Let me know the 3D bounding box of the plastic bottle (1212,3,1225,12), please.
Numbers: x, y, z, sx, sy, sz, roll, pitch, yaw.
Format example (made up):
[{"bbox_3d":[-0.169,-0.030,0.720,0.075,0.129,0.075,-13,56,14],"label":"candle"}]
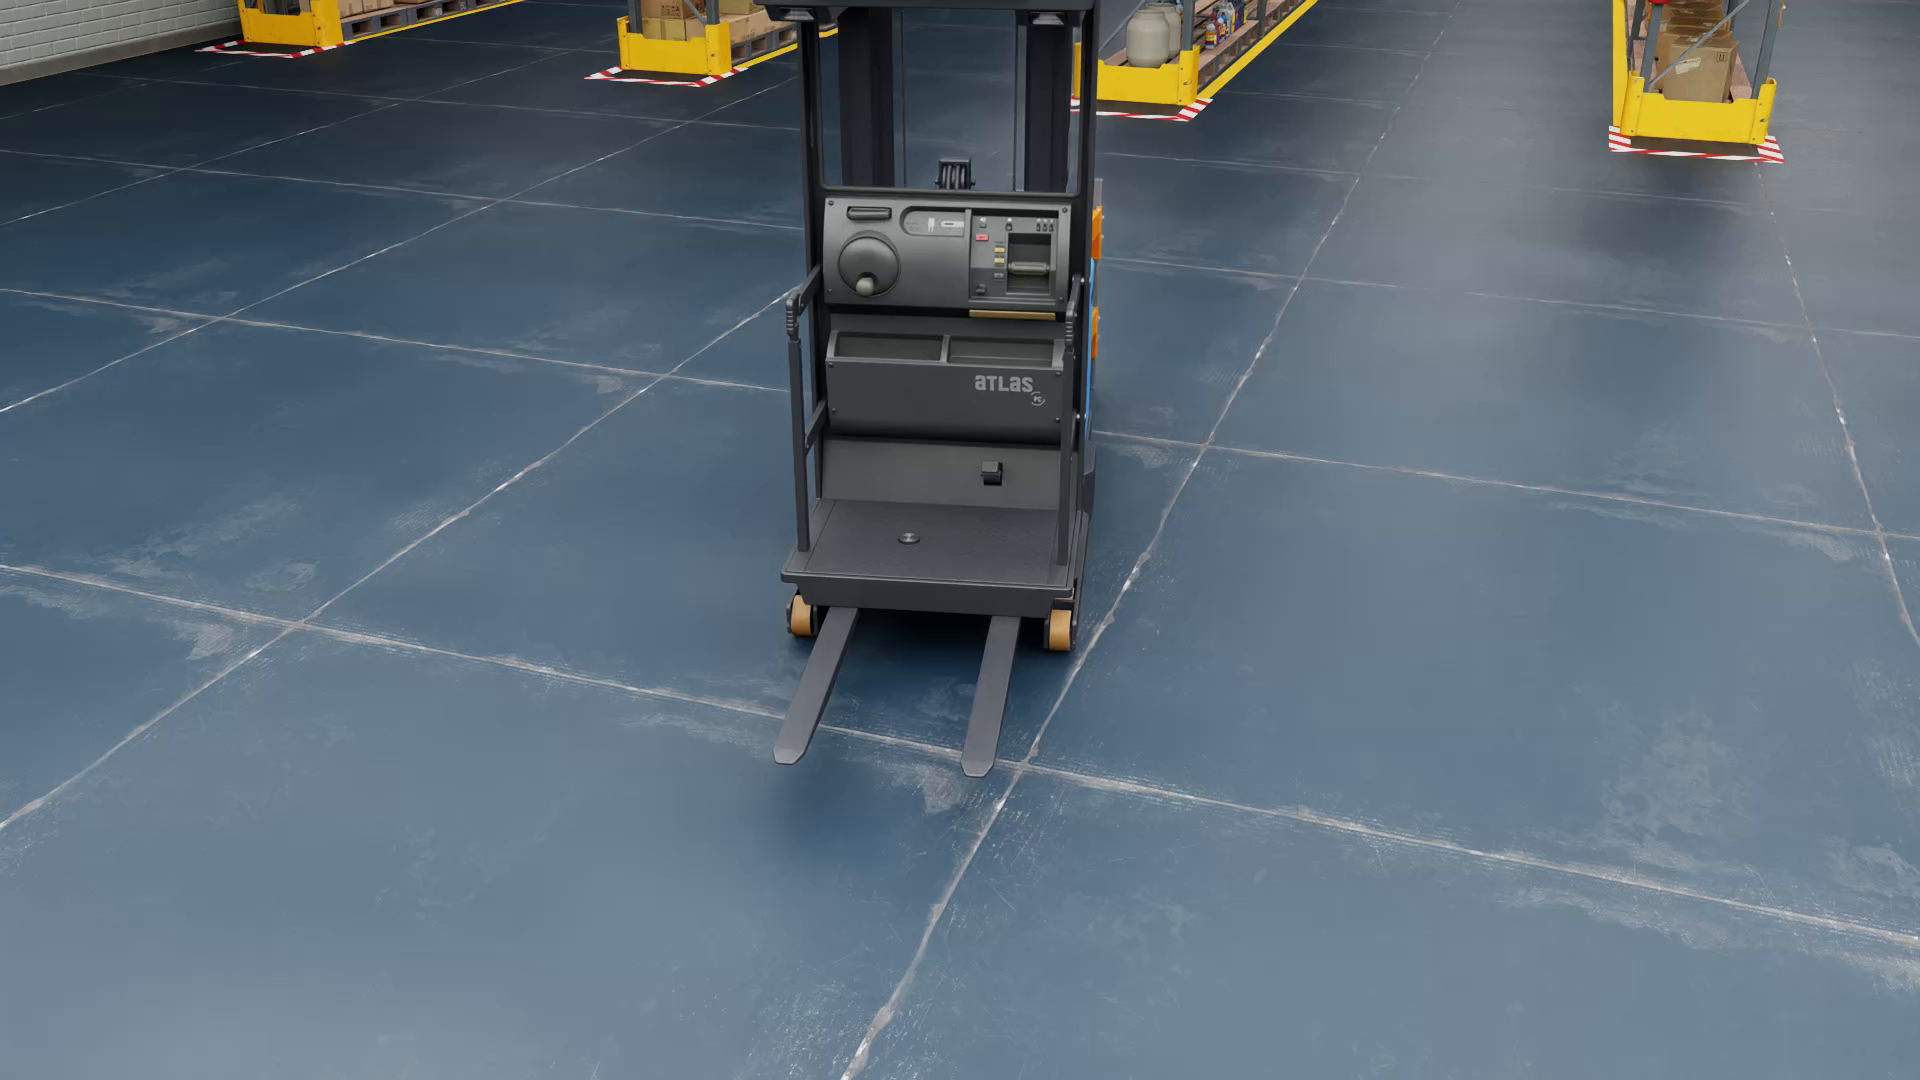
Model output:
[{"bbox_3d":[2.879,-5.820,18.448,0.152,0.276,0.135,9,27,17],"label":"plastic bottle"}]

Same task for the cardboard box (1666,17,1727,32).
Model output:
[{"bbox_3d":[6.989,-4.683,15.866,0.500,0.500,0.500,11,28,22],"label":"cardboard box"}]

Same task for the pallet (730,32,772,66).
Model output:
[{"bbox_3d":[-2.753,-5.363,18.084,1.003,0.211,1.213,9,27,17],"label":"pallet"}]

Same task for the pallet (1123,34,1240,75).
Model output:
[{"bbox_3d":[2.366,-5.194,17.735,1.003,0.211,1.213,9,27,17],"label":"pallet"}]

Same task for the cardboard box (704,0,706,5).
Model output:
[{"bbox_3d":[-2.751,-6.263,18.557,0.500,0.500,0.500,9,27,17],"label":"cardboard box"}]

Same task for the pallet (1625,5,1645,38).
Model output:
[{"bbox_3d":[8.366,-6.072,19.548,1.003,0.211,1.213,9,27,17],"label":"pallet"}]

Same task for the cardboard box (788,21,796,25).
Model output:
[{"bbox_3d":[-2.079,-6.054,18.984,0.500,0.250,0.500,9,27,17],"label":"cardboard box"}]

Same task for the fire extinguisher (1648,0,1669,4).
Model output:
[{"bbox_3d":[5.900,-4.845,13.903,0.296,0.674,0.183,9,27,17],"label":"fire extinguisher"}]

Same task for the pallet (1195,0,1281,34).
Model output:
[{"bbox_3d":[3.258,-6.295,20.009,1.003,0.211,1.213,9,27,17],"label":"pallet"}]

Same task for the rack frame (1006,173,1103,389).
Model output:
[{"bbox_3d":[0.484,-1.354,8.756,0.500,1.125,0.032,7,27,14],"label":"rack frame"}]

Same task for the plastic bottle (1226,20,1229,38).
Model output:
[{"bbox_3d":[2.848,-5.524,17.922,0.097,0.201,0.097,0,26,0],"label":"plastic bottle"}]

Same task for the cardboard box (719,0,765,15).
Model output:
[{"bbox_3d":[-2.415,-5.981,17.973,0.500,0.500,0.500,9,27,17],"label":"cardboard box"}]

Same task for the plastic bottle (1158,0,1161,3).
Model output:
[{"bbox_3d":[2.169,-5.704,18.123,0.144,0.351,0.185,9,27,17],"label":"plastic bottle"}]

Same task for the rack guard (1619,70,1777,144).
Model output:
[{"bbox_3d":[6.398,-3.766,14.454,1.175,0.500,0.348,9,27,17],"label":"rack guard"}]

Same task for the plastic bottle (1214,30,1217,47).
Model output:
[{"bbox_3d":[2.634,-5.259,17.376,0.097,0.201,0.097,0,26,0],"label":"plastic bottle"}]

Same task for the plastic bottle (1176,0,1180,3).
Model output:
[{"bbox_3d":[2.432,-5.990,18.799,0.152,0.276,0.135,10,27,19],"label":"plastic bottle"}]

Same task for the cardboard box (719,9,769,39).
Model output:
[{"bbox_3d":[-2.417,-5.643,18.137,0.500,0.250,0.500,9,27,17],"label":"cardboard box"}]

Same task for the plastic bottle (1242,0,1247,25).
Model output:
[{"bbox_3d":[3.184,-5.952,18.712,0.061,0.283,0.133,10,28,20],"label":"plastic bottle"}]

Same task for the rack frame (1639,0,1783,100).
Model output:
[{"bbox_3d":[6.373,-4.860,13.845,1.000,3.000,0.127,9,27,17],"label":"rack frame"}]

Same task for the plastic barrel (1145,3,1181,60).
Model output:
[{"bbox_3d":[2.016,-5.135,16.786,0.421,0.512,0.421,0,26,0],"label":"plastic barrel"}]

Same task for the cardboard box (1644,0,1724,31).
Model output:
[{"bbox_3d":[7.928,-5.826,18.204,0.700,0.500,0.500,7,27,13],"label":"cardboard box"}]

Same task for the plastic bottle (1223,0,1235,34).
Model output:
[{"bbox_3d":[2.919,-5.709,18.135,0.144,0.351,0.185,9,27,17],"label":"plastic bottle"}]

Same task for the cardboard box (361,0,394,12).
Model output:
[{"bbox_3d":[-7.136,-6.508,19.830,0.500,0.311,0.500,11,28,22],"label":"cardboard box"}]

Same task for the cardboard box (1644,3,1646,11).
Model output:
[{"bbox_3d":[8.476,-6.478,19.551,0.700,0.500,0.500,11,28,22],"label":"cardboard box"}]

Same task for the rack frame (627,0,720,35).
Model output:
[{"bbox_3d":[-2.968,-6.298,16.815,1.000,3.000,0.127,9,27,17],"label":"rack frame"}]

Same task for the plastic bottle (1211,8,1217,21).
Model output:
[{"bbox_3d":[2.761,-5.628,18.044,0.061,0.283,0.133,9,27,17],"label":"plastic bottle"}]

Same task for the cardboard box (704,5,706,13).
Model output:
[{"bbox_3d":[-2.913,-5.720,18.295,0.500,0.250,0.500,9,27,17],"label":"cardboard box"}]

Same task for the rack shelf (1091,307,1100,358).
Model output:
[{"bbox_3d":[0.344,-0.921,8.423,0.538,0.278,1.000,7,27,14],"label":"rack shelf"}]

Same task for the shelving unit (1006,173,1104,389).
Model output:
[{"bbox_3d":[0.344,-1.141,8.316,0.538,1.125,1.048,7,27,14],"label":"shelving unit"}]

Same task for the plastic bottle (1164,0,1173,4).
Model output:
[{"bbox_3d":[2.310,-5.878,18.484,0.144,0.351,0.185,8,27,15],"label":"plastic bottle"}]

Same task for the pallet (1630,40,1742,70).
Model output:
[{"bbox_3d":[7.514,-4.967,17.267,1.003,0.211,1.213,9,27,17],"label":"pallet"}]

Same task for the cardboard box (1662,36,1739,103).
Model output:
[{"bbox_3d":[6.596,-4.178,14.823,0.500,0.500,0.500,14,29,27],"label":"cardboard box"}]

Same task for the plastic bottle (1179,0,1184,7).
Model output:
[{"bbox_3d":[2.509,-5.935,18.601,0.144,0.351,0.185,9,27,17],"label":"plastic bottle"}]

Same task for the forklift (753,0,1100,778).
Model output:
[{"bbox_3d":[-0.075,-1.050,6.055,1.130,2.935,3.031,3,26,6],"label":"forklift"}]

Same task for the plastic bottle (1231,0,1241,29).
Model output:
[{"bbox_3d":[3.027,-5.842,18.409,0.144,0.351,0.185,7,27,15],"label":"plastic bottle"}]

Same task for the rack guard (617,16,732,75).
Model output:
[{"bbox_3d":[-2.976,-5.163,17.340,1.175,0.500,0.348,9,27,17],"label":"rack guard"}]

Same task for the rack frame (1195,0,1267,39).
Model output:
[{"bbox_3d":[3.033,-7.222,18.723,1.000,3.000,0.127,9,27,17],"label":"rack frame"}]

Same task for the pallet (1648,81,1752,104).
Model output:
[{"bbox_3d":[6.702,-3.965,15.196,1.003,0.211,1.213,9,27,17],"label":"pallet"}]

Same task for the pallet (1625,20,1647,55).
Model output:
[{"bbox_3d":[7.961,-5.569,18.509,1.003,0.211,1.213,9,27,17],"label":"pallet"}]

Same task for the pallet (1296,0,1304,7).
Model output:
[{"bbox_3d":[4.070,-7.298,22.080,1.003,0.211,1.213,9,27,17],"label":"pallet"}]

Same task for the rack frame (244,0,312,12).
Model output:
[{"bbox_3d":[-7.640,-7.015,18.296,1.000,3.000,0.127,9,27,17],"label":"rack frame"}]

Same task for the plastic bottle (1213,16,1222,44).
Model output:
[{"bbox_3d":[2.713,-5.389,17.564,0.097,0.271,0.097,0,26,0],"label":"plastic bottle"}]

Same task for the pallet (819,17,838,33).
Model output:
[{"bbox_3d":[-1.941,-6.366,20.155,1.003,0.211,1.213,9,27,17],"label":"pallet"}]

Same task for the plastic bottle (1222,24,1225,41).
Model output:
[{"bbox_3d":[2.779,-5.439,17.748,0.097,0.201,0.097,0,26,0],"label":"plastic bottle"}]

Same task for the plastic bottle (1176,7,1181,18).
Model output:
[{"bbox_3d":[2.317,-5.659,18.116,0.152,0.276,0.135,9,27,17],"label":"plastic bottle"}]

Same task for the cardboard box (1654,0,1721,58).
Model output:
[{"bbox_3d":[7.349,-5.172,16.877,0.500,0.500,0.500,19,32,34],"label":"cardboard box"}]
